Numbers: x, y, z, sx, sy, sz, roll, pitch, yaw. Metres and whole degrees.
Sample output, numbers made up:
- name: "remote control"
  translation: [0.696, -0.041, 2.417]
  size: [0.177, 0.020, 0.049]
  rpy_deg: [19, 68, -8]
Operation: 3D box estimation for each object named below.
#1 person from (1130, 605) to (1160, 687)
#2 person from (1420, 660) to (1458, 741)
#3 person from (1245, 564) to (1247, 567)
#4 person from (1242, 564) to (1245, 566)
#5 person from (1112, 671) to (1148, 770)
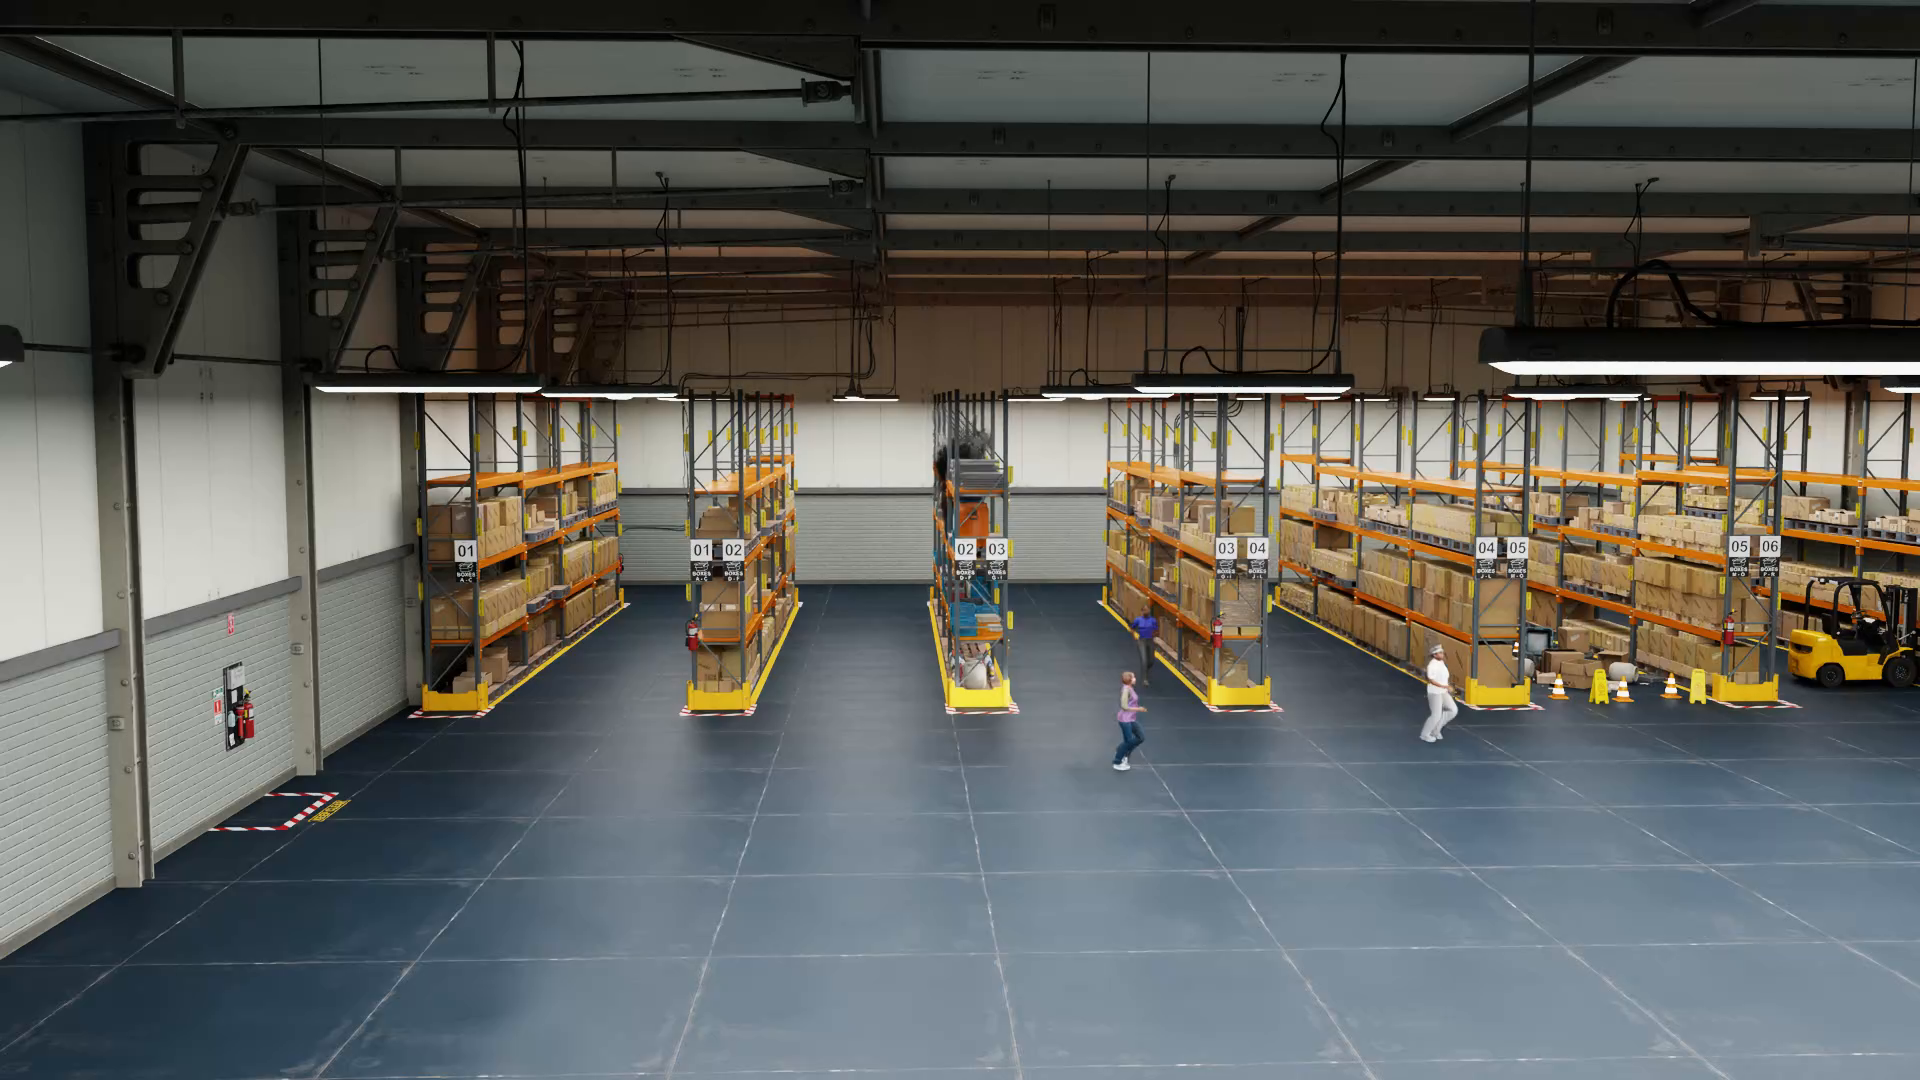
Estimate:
- name: "person"
  translation: [3.785, 2.131, 33.980]
  size: [0.587, 1.627, 0.871]
  rpy_deg: [0, 5, -5]
- name: "person"
  translation: [8.118, 2.717, 28.211]
  size: [0.592, 1.399, 0.384]
  rpy_deg: [4, 6, 39]
- name: "person"
  translation: [7.974, 0.925, 48.091]
  size: [0.571, 1.638, 0.737]
  rpy_deg: [-4, 6, -42]
- name: "person"
  translation: [7.870, 1.049, 47.752]
  size: [0.668, 1.571, 0.854]
  rpy_deg: [2, 5, 19]
- name: "person"
  translation: [2.672, 2.819, 25.978]
  size: [0.582, 1.561, 0.529]
  rpy_deg: [2, 5, 19]
